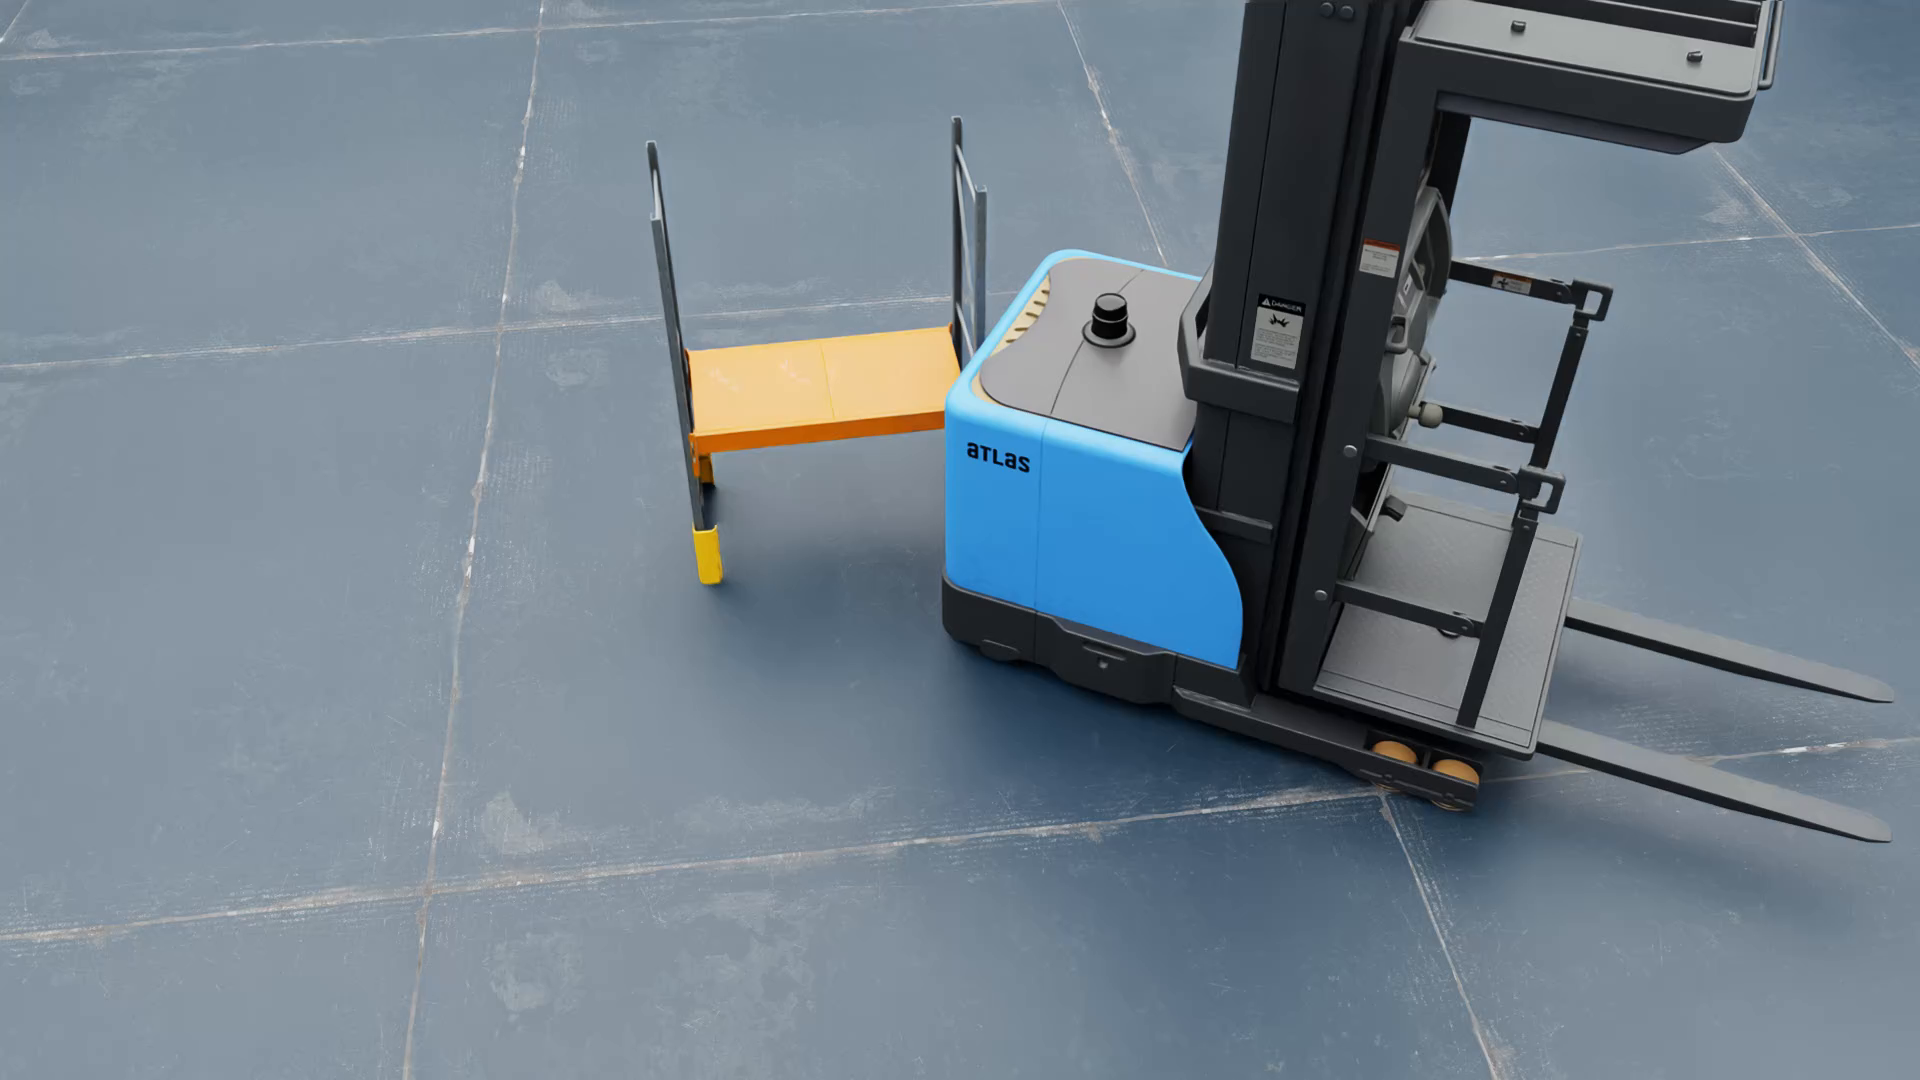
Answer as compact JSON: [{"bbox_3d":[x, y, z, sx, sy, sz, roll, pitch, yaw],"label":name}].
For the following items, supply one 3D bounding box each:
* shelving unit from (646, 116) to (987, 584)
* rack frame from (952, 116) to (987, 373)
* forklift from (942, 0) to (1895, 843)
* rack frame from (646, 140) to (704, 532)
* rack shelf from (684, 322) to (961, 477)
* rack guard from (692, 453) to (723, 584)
[{"bbox_3d":[-0.464,-0.648,5.848,1.083,1.500,0.587,-6,42,-7],"label":"shelving unit"},{"bbox_3d":[0.028,-0.703,5.910,0.032,1.500,0.500,-6,42,-7],"label":"rack frame"},{"bbox_3d":[1.502,-0.635,4.766,3.031,2.935,1.130,16,44,17],"label":"forklift"},{"bbox_3d":[-0.975,-0.590,5.785,0.032,1.500,0.500,-6,42,-7],"label":"rack frame"},{"bbox_3d":[-0.473,-0.513,5.968,1.000,0.185,0.538,-6,42,-7],"label":"rack shelf"},{"bbox_3d":[-0.955,-0.128,6.206,0.087,0.250,0.587,-6,42,-7],"label":"rack guard"}]
